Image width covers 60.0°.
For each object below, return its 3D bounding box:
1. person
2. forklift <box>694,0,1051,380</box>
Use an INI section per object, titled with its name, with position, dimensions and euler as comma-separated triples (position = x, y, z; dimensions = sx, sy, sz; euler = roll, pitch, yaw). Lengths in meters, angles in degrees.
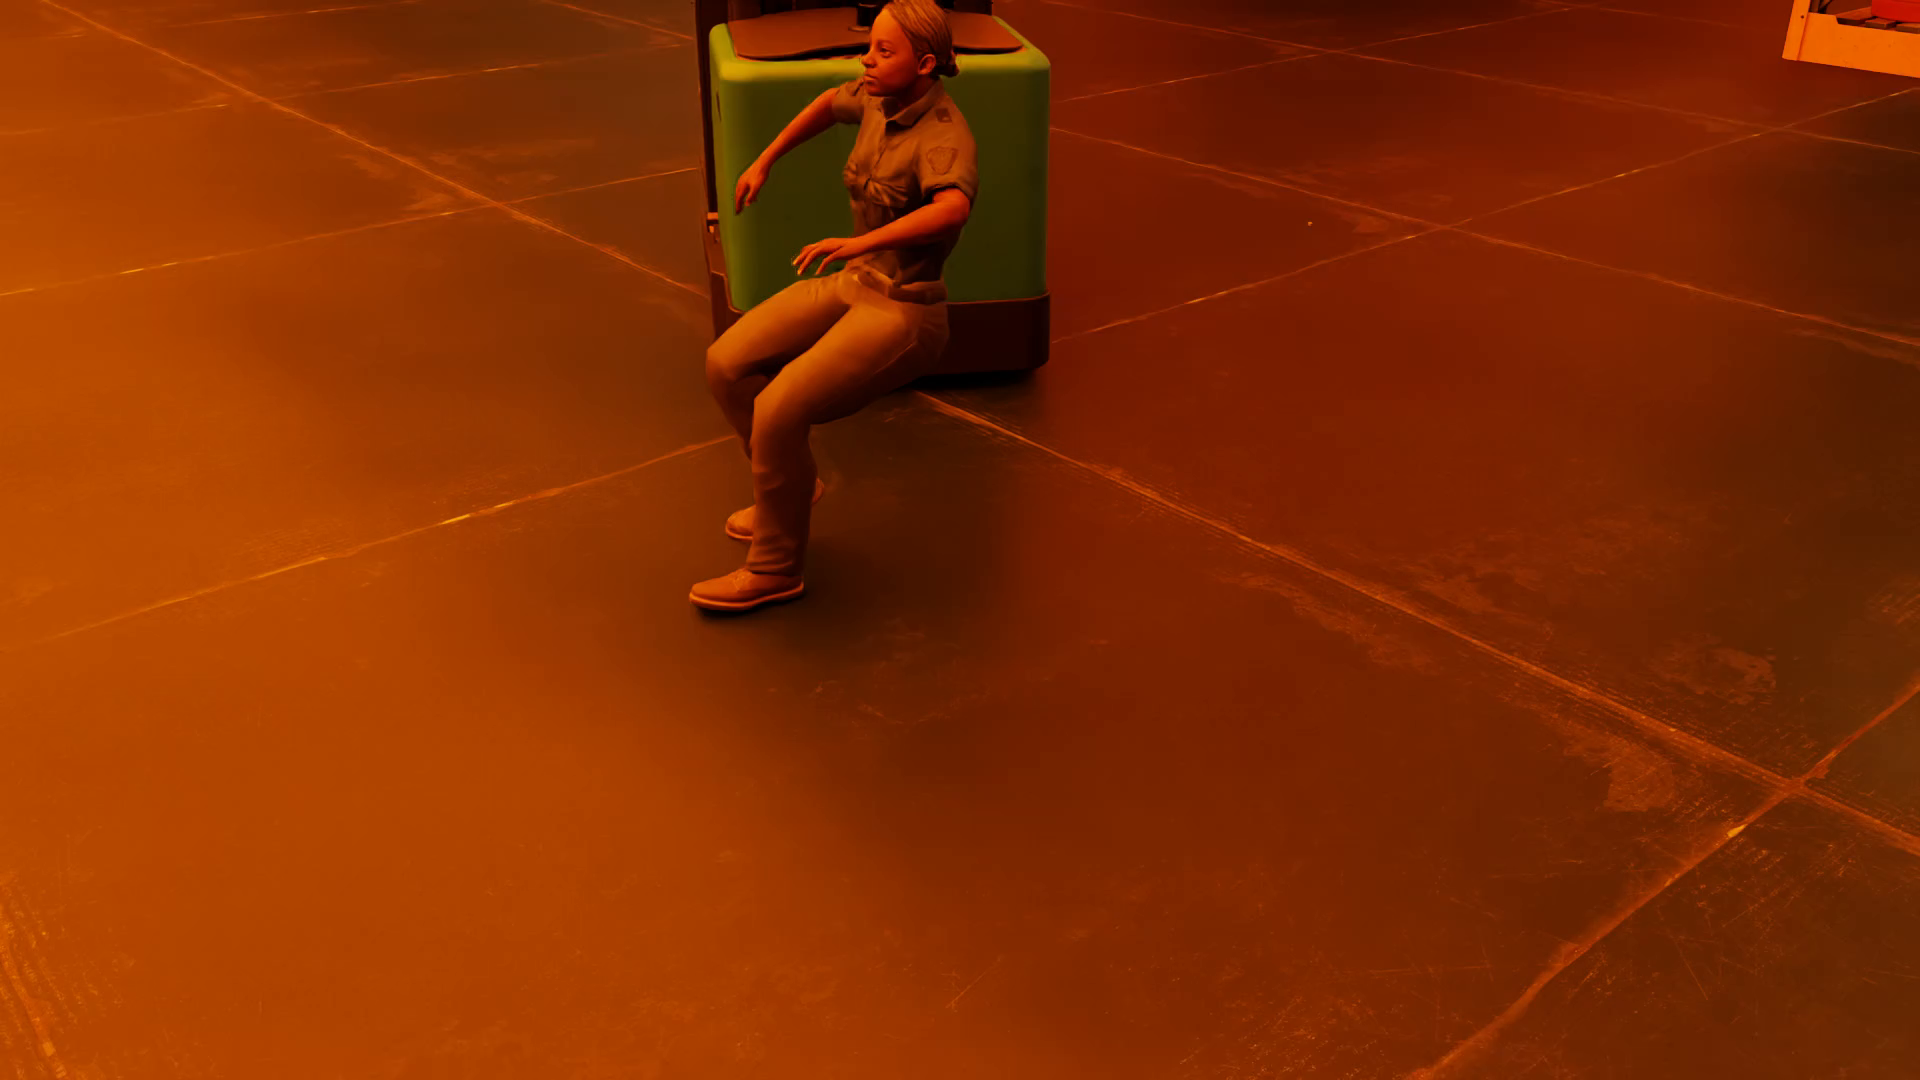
[person]
position = -0.371, -0.580, 4.057
dimensions = 0.804, 1.420, 0.984
euler = -18, 31, -32
[forklift]
position = -0.469, -2.438, 6.118
dimensions = 1.130, 2.935, 3.031
euler = -5, 27, -9
